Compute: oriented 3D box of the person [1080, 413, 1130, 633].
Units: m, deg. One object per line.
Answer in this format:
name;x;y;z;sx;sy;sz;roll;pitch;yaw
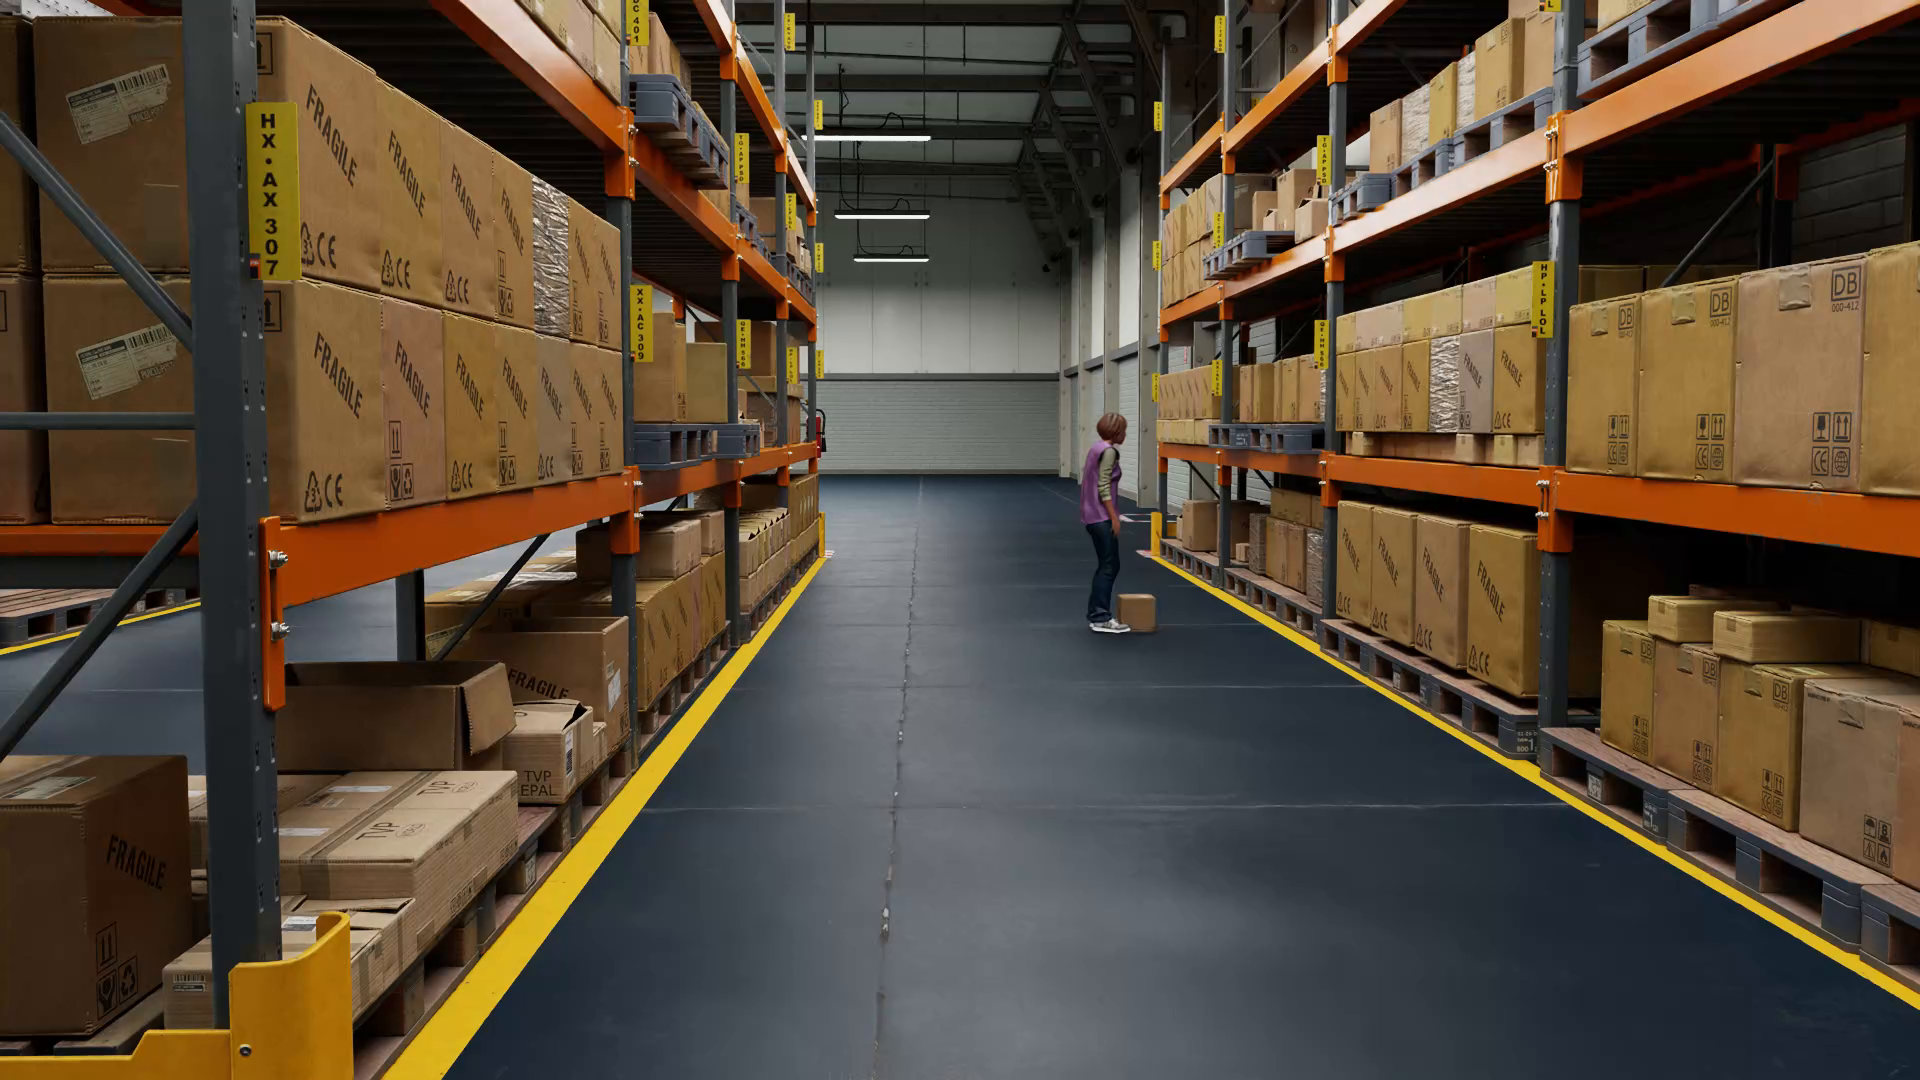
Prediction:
person;1.056;-0.132;12.147;0.342;1.593;0.461;0;4;-3
